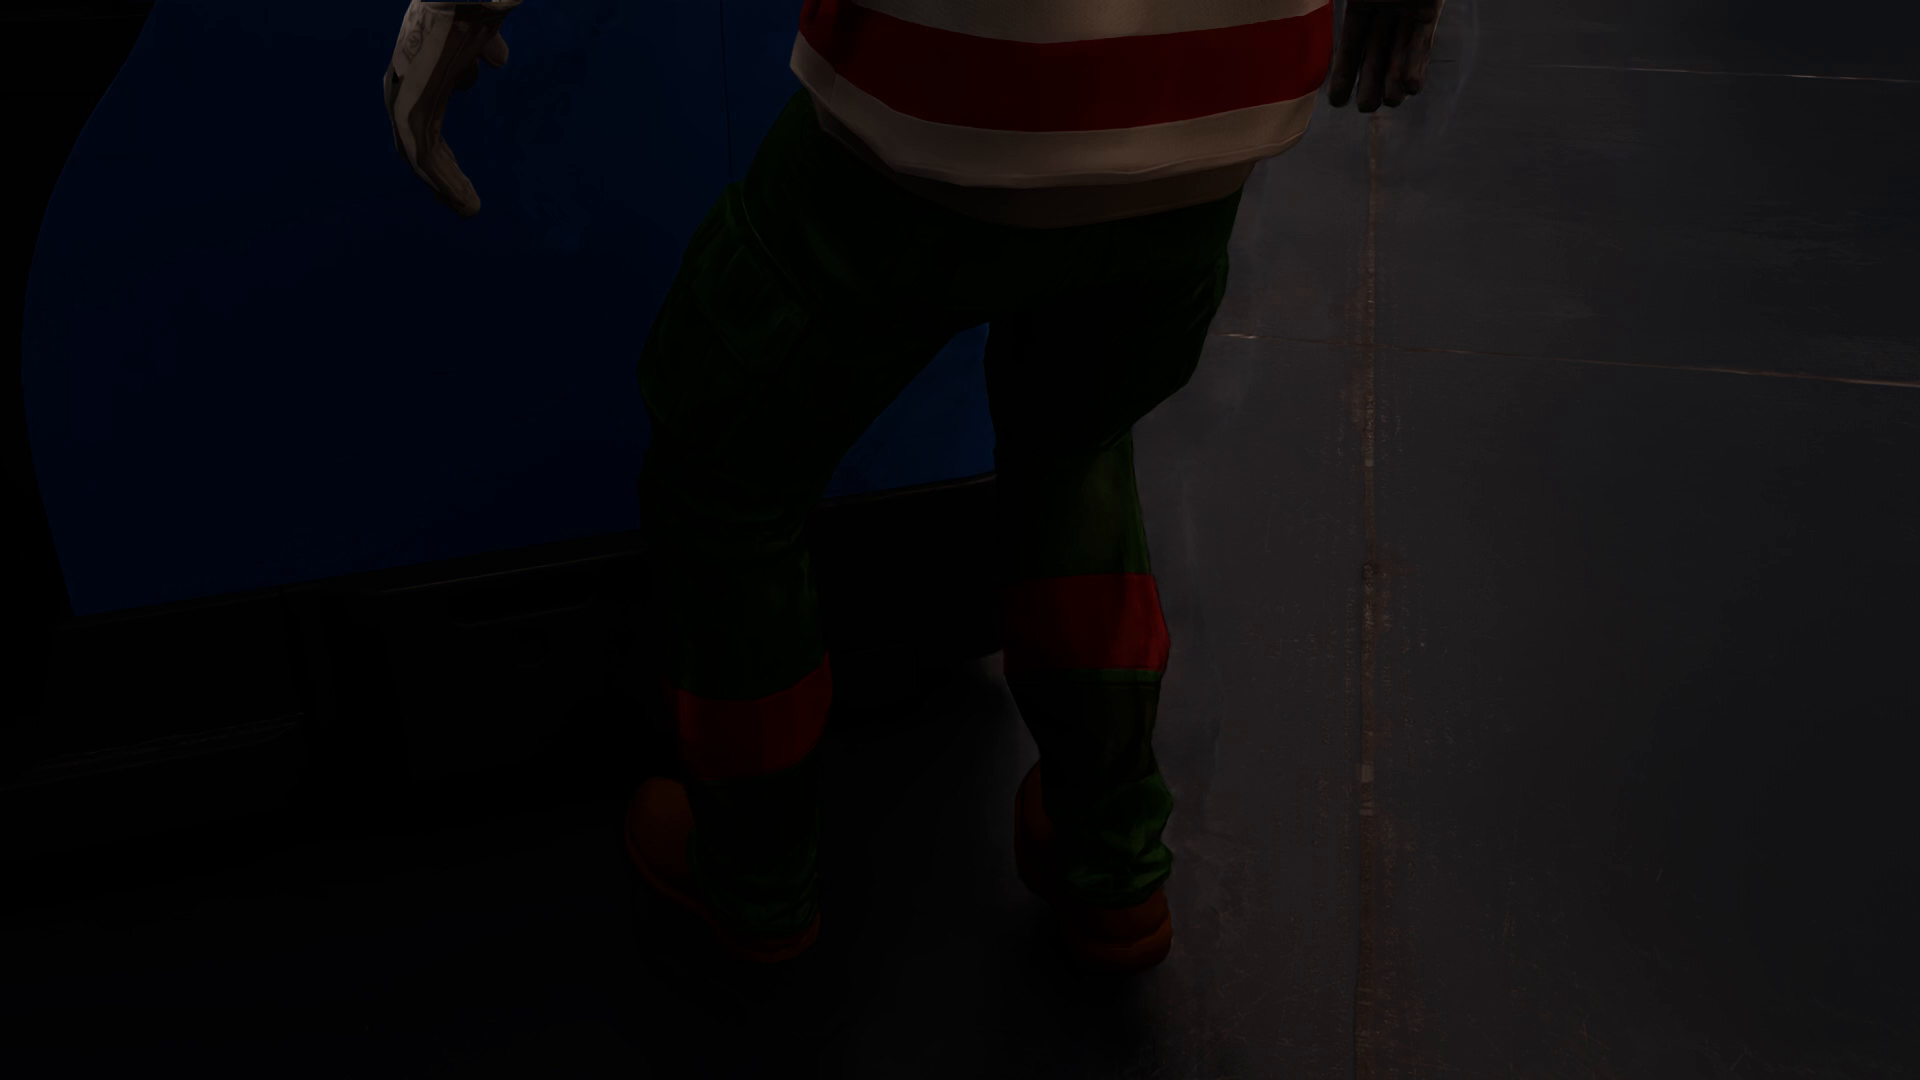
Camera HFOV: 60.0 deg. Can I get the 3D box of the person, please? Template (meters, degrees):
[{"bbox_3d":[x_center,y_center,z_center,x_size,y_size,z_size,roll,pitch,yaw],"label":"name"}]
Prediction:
[{"bbox_3d":[0.004,-0.379,1.365,0.927,1.744,0.571,-12,29,-23],"label":"person"}]

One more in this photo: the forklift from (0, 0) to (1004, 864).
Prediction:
[{"bbox_3d":[-1.485,-1.097,1.421,3.031,2.935,1.130,-10,28,-18],"label":"forklift"}]
